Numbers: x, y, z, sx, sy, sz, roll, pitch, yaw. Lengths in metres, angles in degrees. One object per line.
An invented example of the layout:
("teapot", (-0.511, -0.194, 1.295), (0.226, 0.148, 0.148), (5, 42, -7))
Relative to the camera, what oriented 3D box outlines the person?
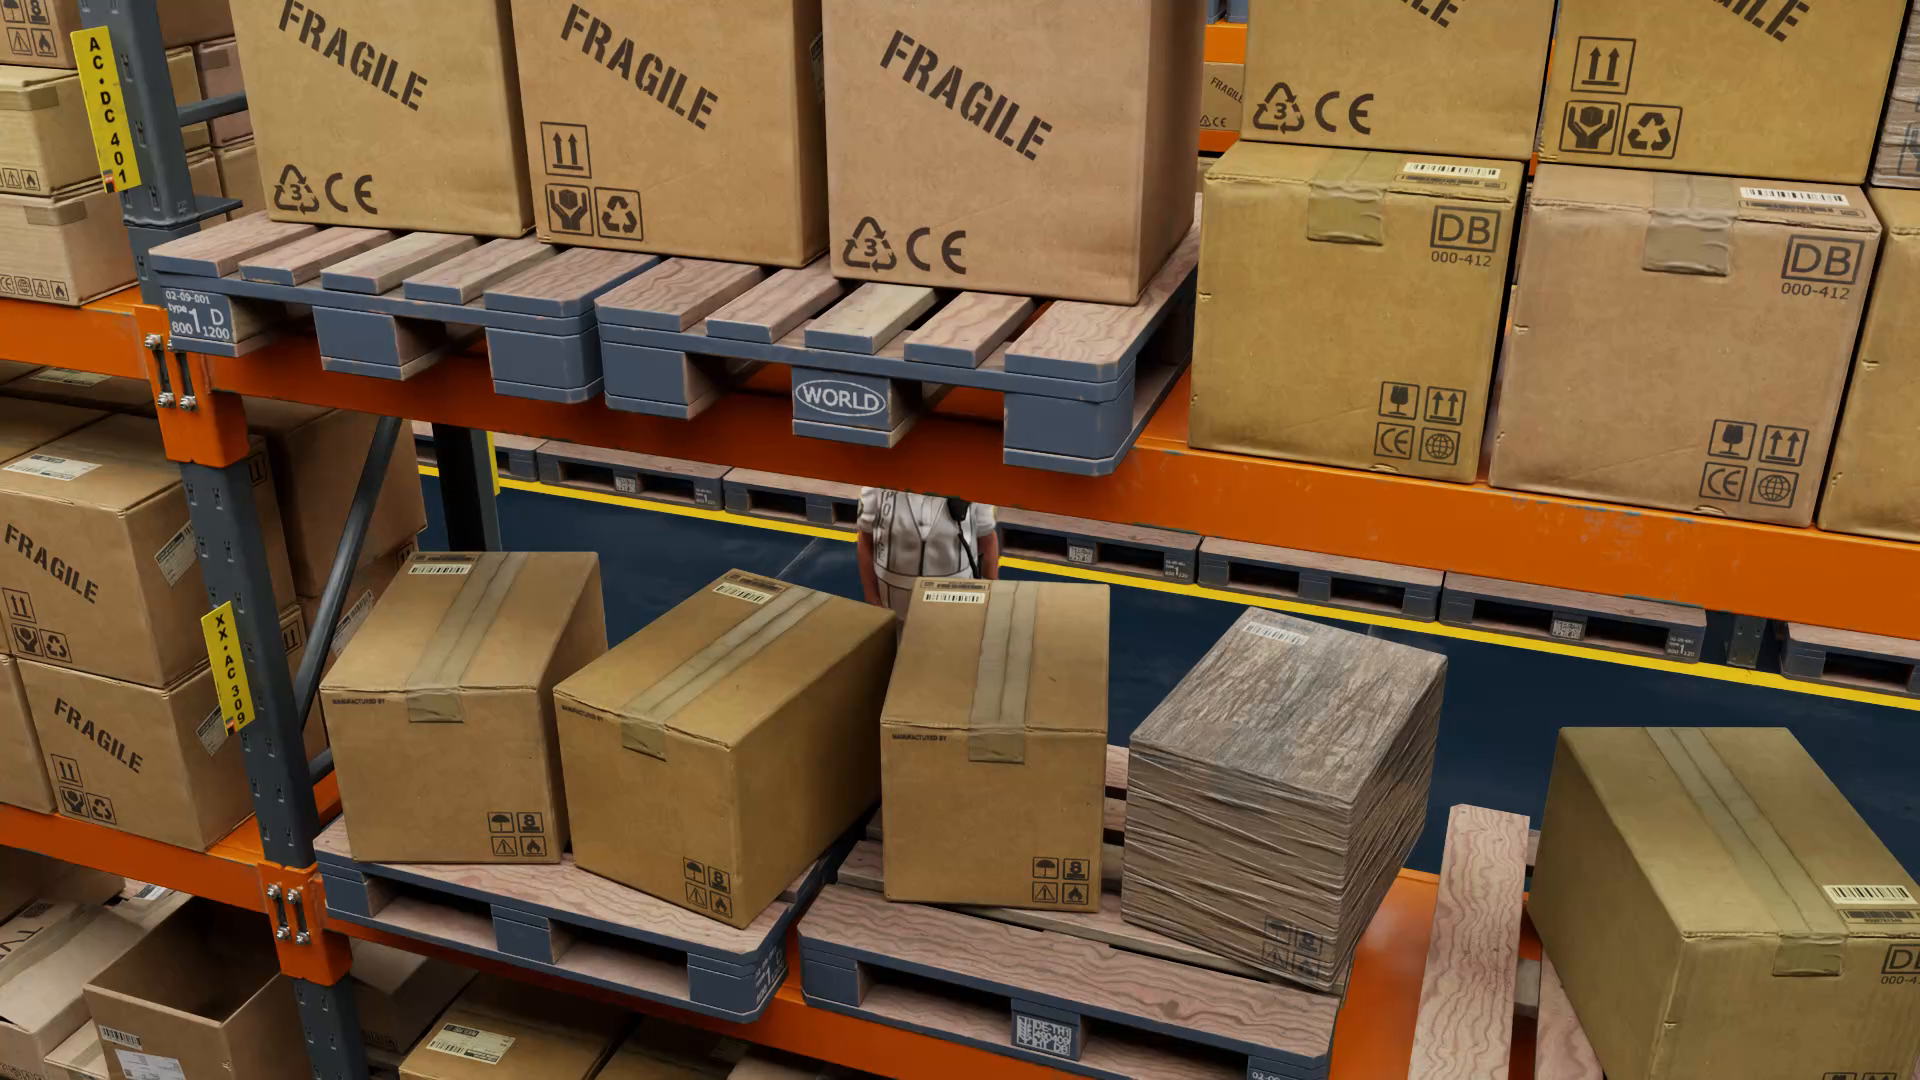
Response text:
("person", (-0.123, 0.238, 6.585), (0.548, 1.735, 0.725), (2, 26, 5))
